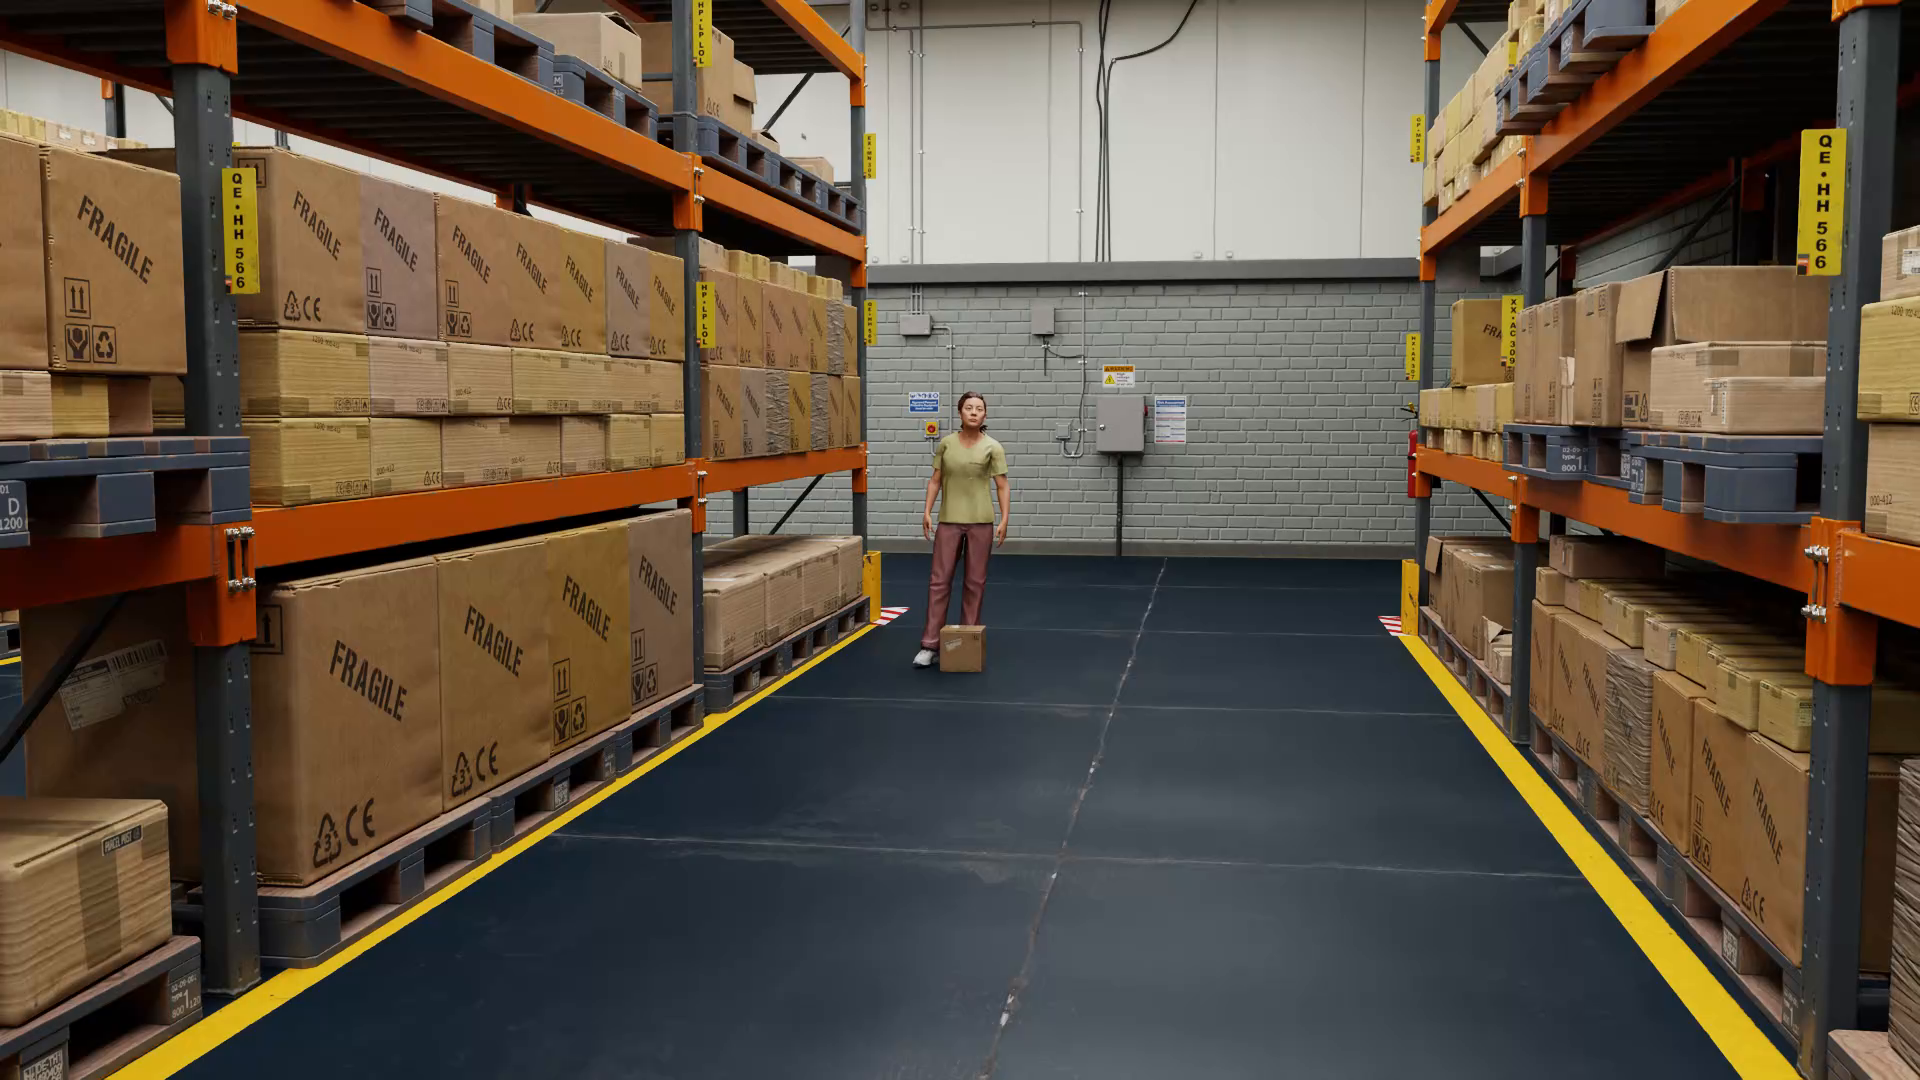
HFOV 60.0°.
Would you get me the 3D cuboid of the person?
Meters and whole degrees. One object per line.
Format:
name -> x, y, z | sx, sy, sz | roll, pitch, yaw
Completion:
person -> 0.019, -0.079, 10.233 | 0.554, 1.673, 0.547 | 1, 5, 9
